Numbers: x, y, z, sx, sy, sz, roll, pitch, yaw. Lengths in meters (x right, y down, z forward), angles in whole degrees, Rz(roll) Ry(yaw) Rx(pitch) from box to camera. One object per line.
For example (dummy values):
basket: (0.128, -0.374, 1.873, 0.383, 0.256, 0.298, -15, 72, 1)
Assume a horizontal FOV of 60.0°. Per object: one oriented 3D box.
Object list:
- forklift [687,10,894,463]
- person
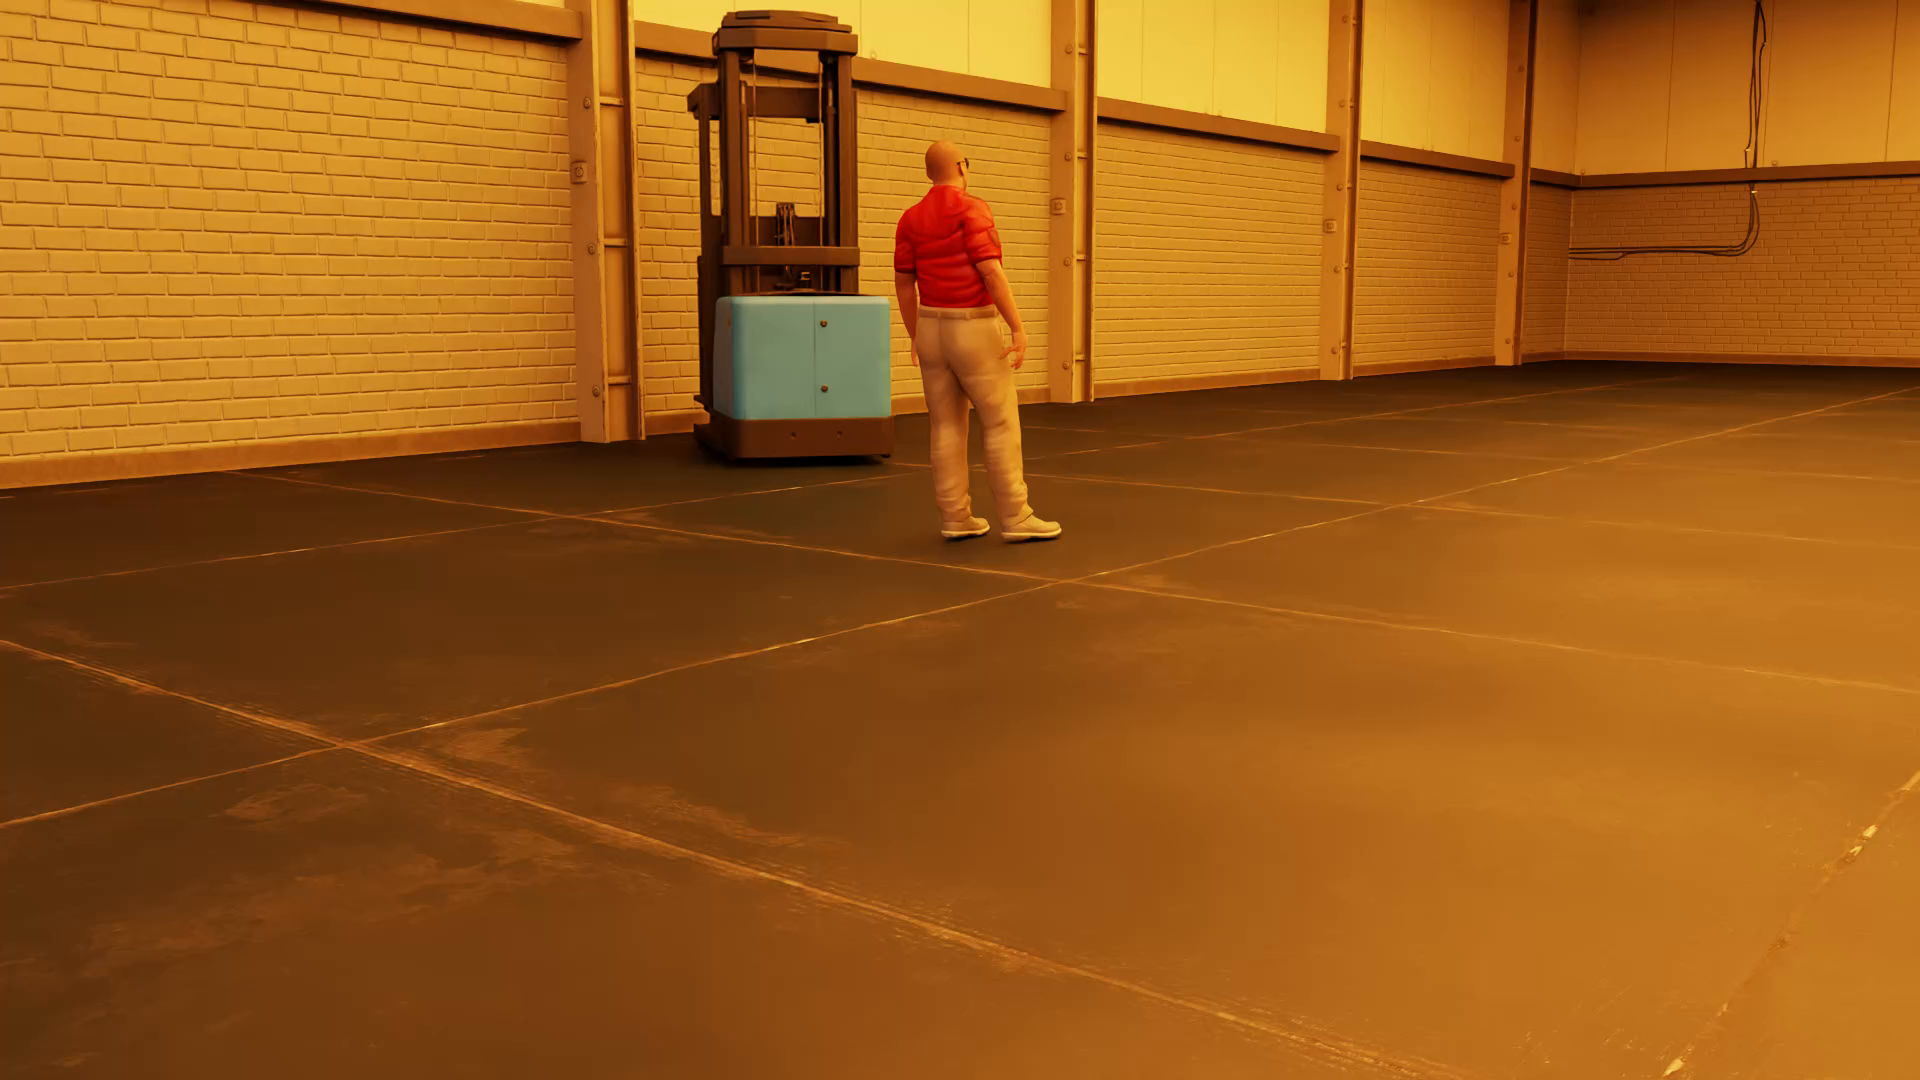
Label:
forklift: (-1.313, -2.119, 11.761, 1.130, 2.935, 3.031, -2, 9, -15)
person: (0.065, -0.872, 7.341, 0.642, 1.727, 0.550, 7, 11, 38)
